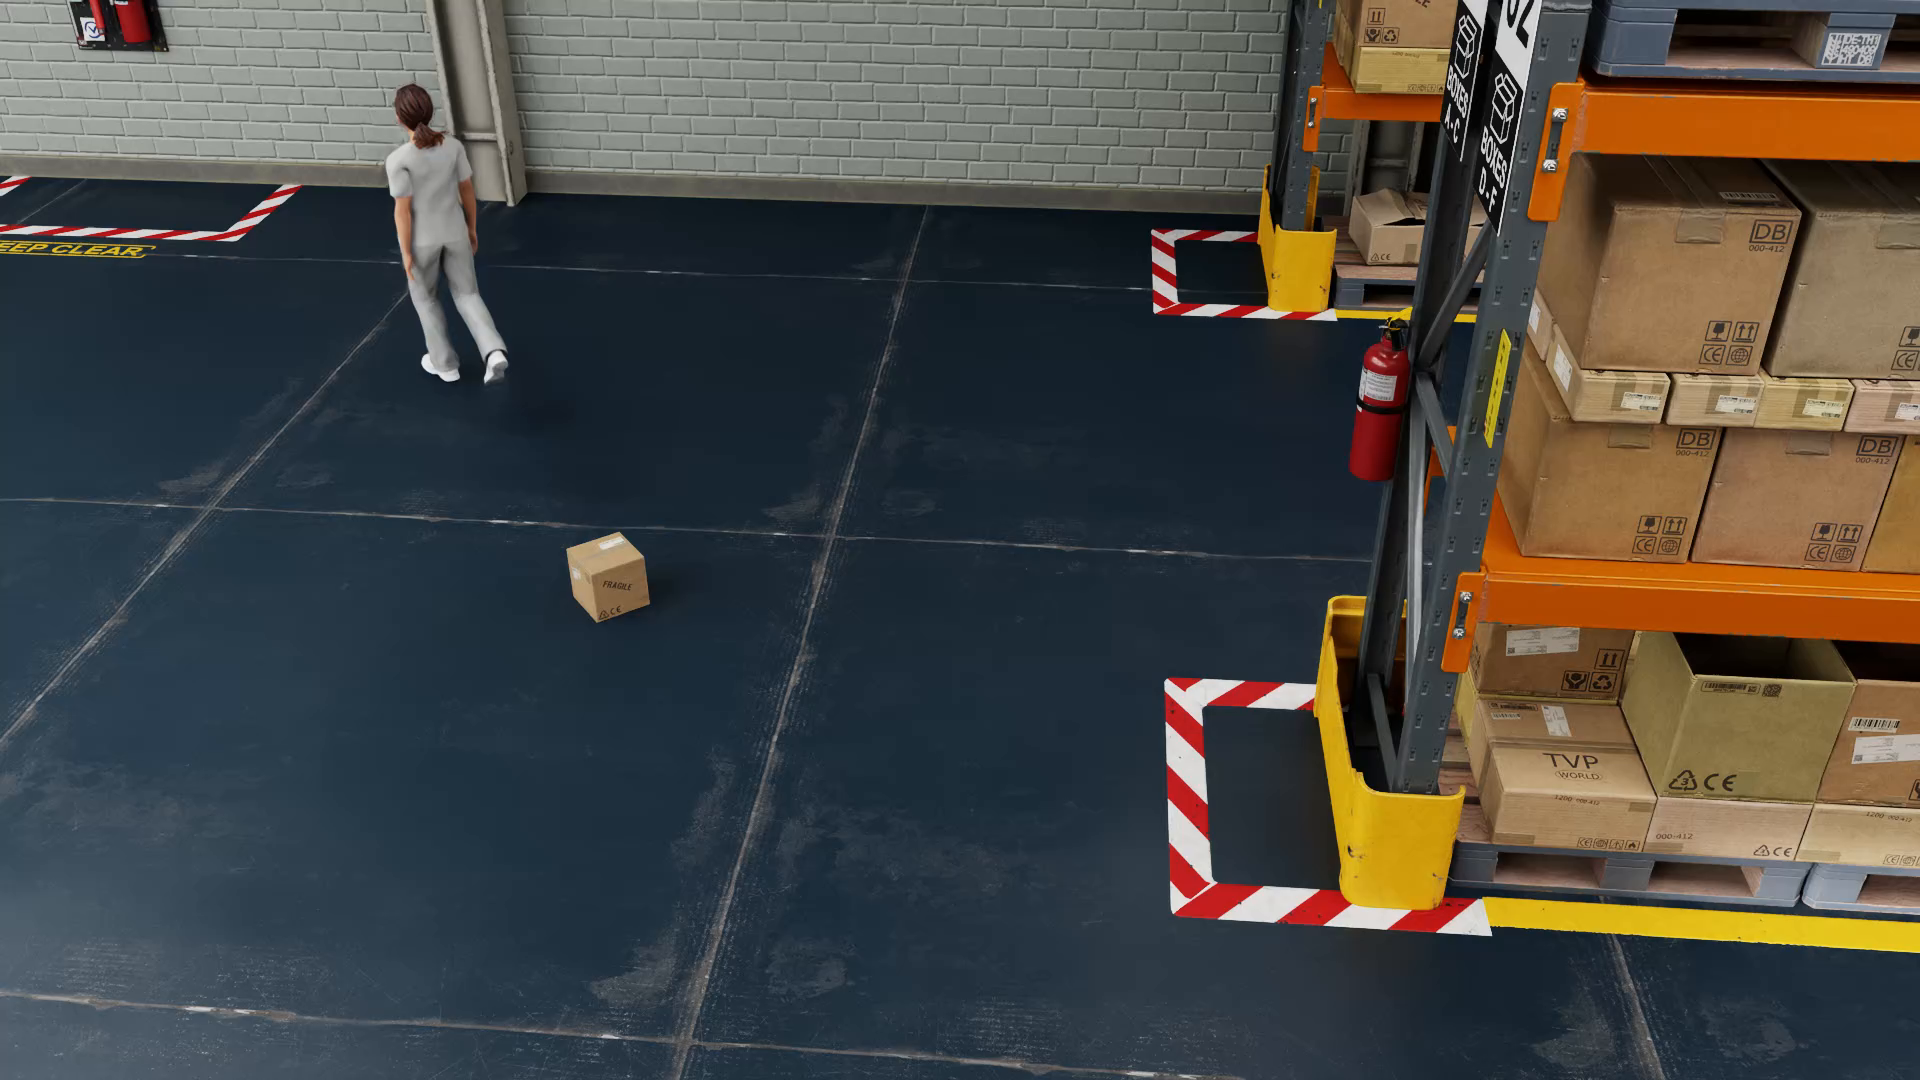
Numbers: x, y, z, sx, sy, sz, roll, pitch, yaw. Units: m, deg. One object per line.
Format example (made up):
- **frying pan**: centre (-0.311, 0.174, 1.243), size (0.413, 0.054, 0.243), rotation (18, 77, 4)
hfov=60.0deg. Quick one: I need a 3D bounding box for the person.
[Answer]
- **person**: centre (-2.666, -1.529, 8.558), size (0.449, 1.645, 0.794), rotation (-23, 39, -32)
